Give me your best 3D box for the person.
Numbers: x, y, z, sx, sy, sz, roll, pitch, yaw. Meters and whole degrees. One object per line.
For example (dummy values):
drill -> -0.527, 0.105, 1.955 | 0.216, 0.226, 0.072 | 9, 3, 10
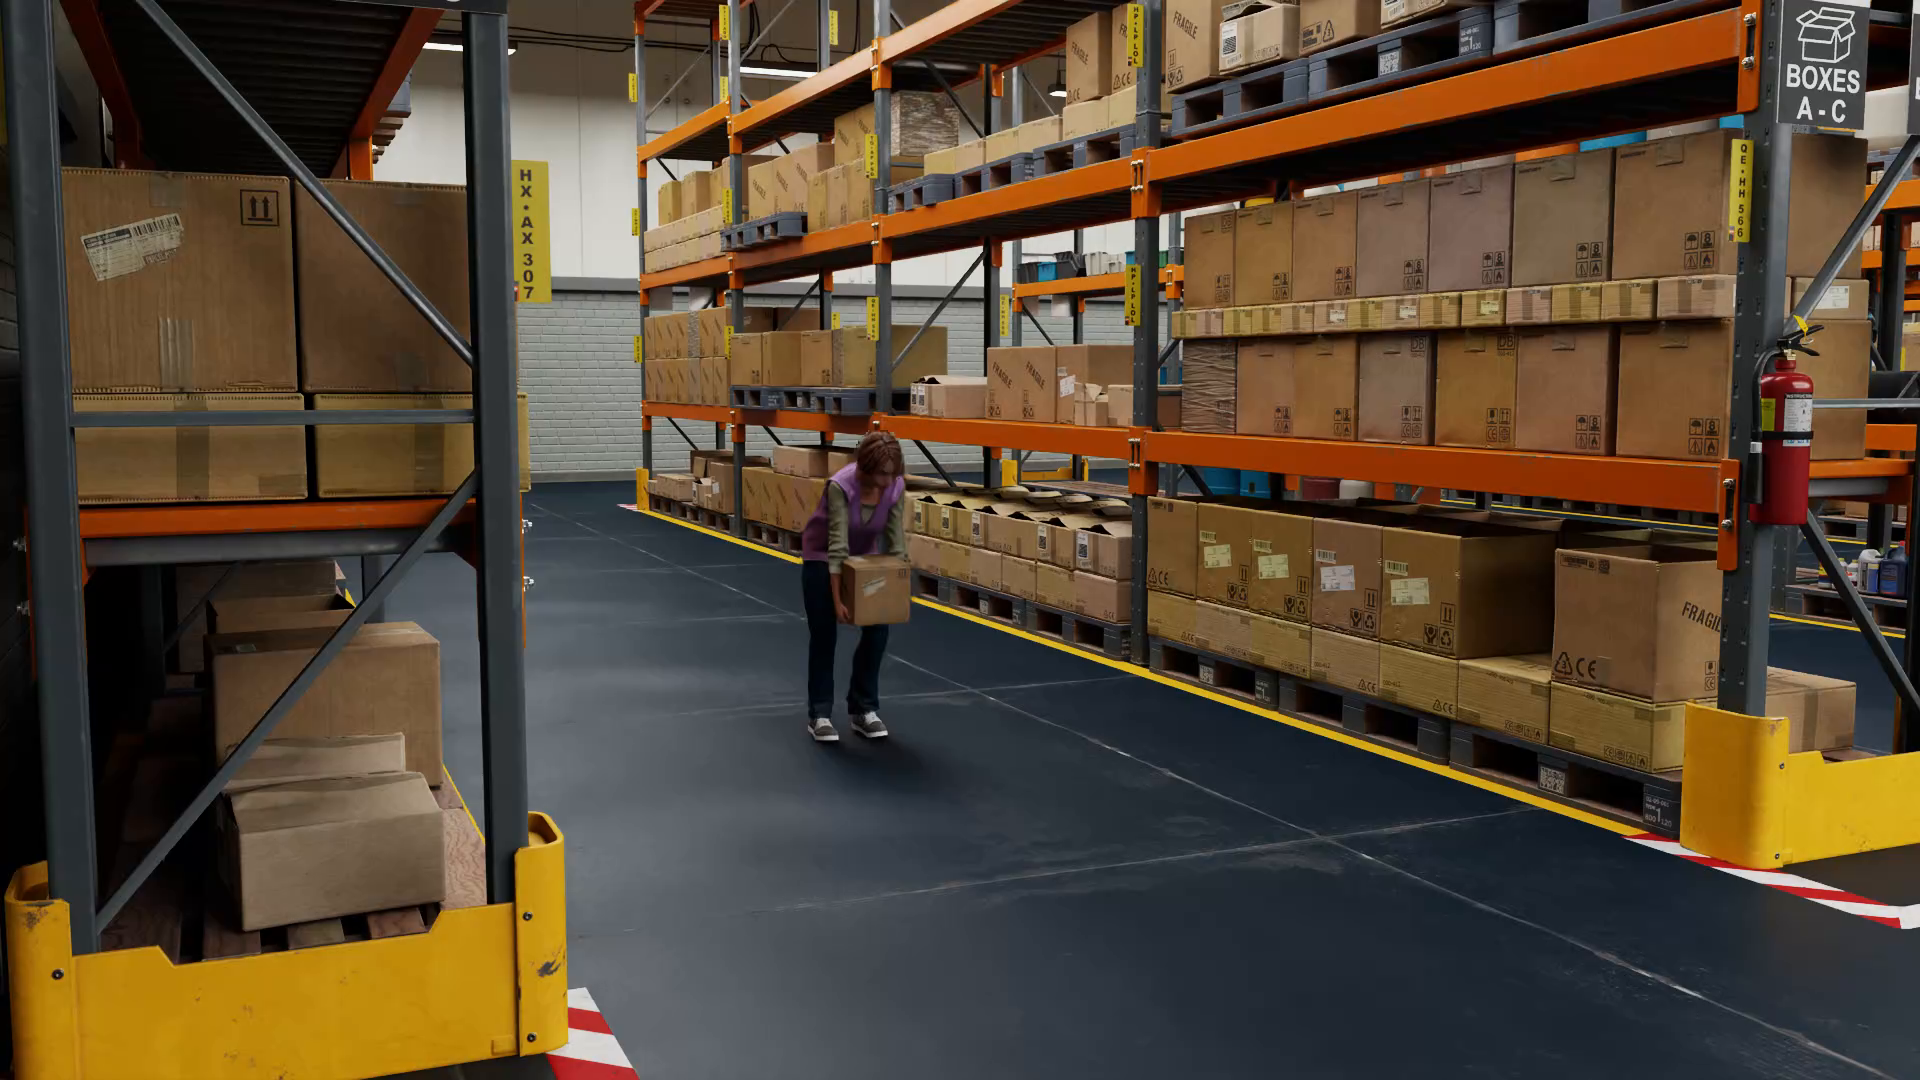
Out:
person -> -0.447, 0.217, 7.238 | 0.381, 1.359, 0.727 | -3, 6, -25
